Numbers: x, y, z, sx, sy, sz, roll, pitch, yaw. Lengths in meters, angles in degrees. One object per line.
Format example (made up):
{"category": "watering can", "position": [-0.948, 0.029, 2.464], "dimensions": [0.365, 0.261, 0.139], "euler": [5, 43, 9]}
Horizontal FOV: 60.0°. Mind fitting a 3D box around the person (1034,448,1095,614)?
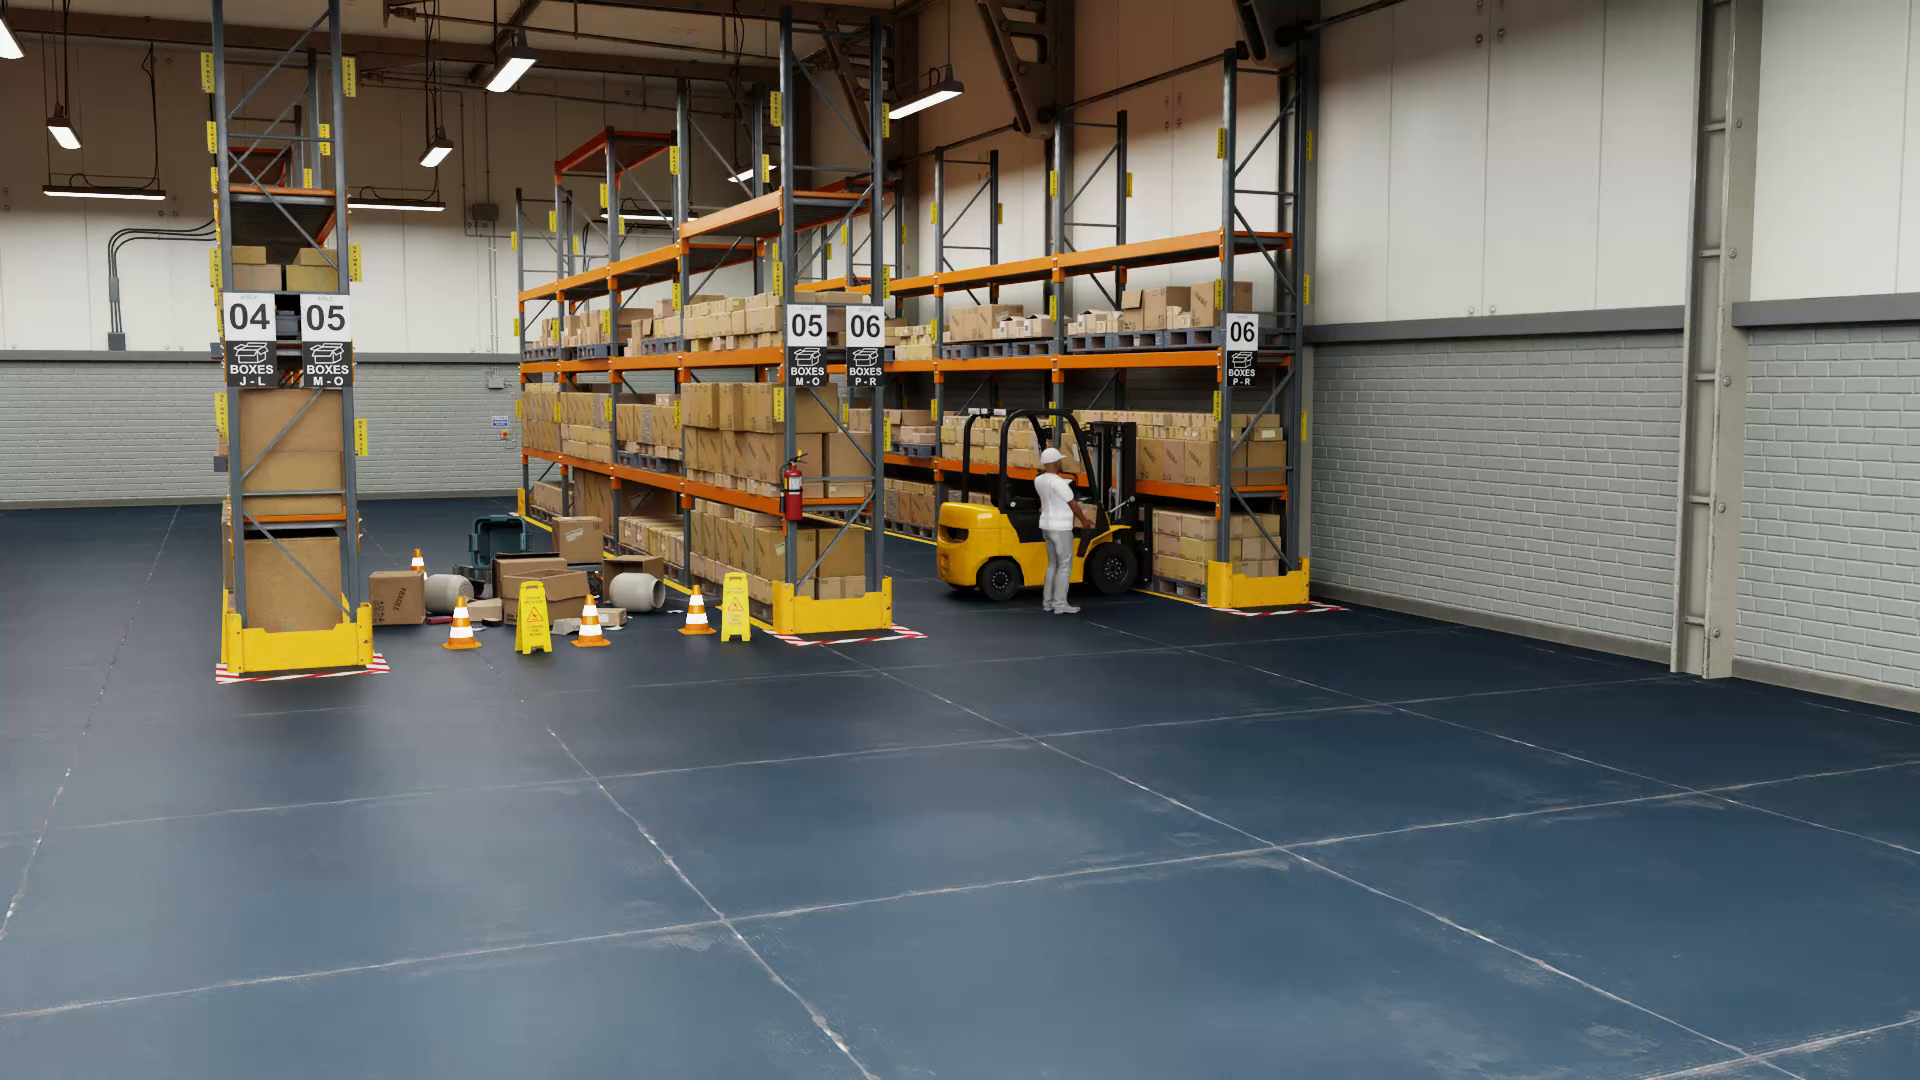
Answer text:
{"category": "person", "position": [1.120, -0.109, 17.835], "dimensions": [0.577, 1.761, 0.502], "euler": [-2, 6, -23]}
